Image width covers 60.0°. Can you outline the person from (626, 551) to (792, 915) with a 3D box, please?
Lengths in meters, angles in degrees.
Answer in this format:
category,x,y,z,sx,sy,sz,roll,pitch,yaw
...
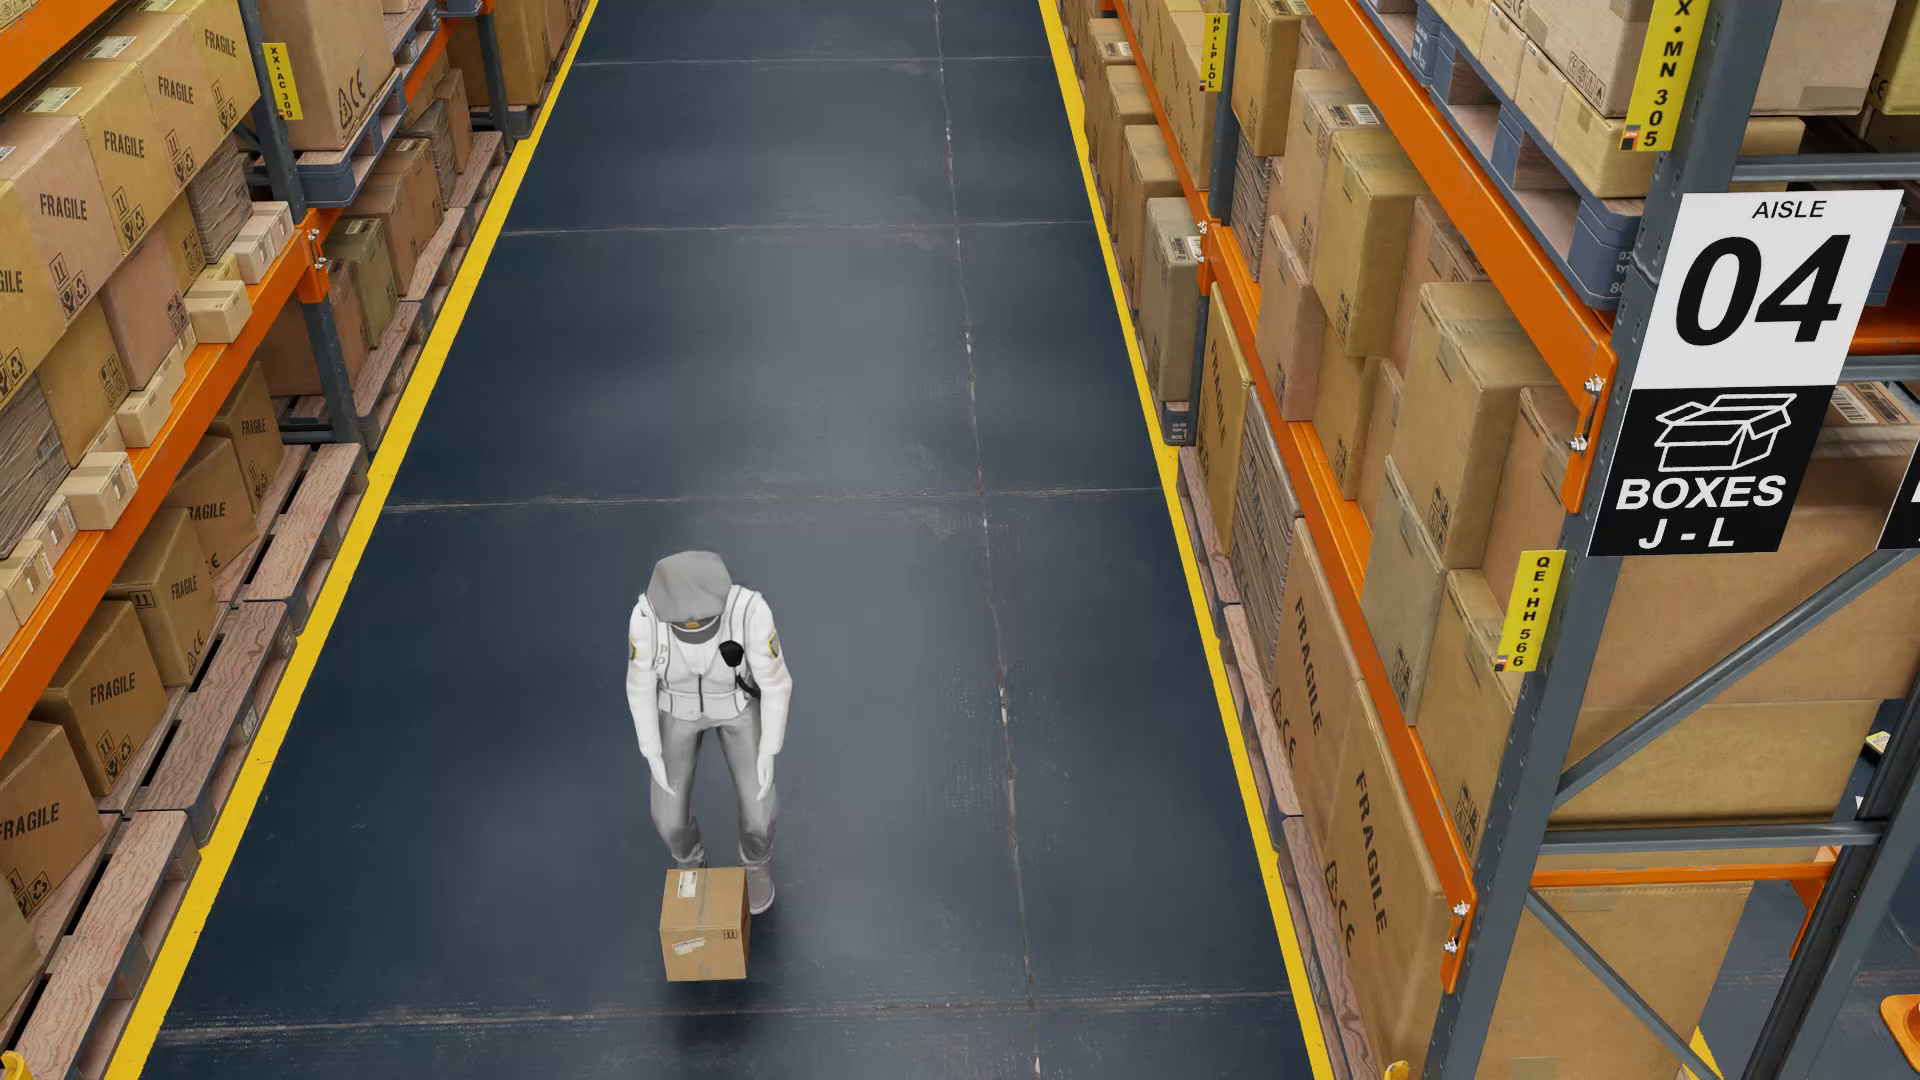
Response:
category,x,y,z,sx,sy,sz,roll,pitch,yaw
person,-0.799,0.613,5.417,0.526,1.522,0.591,-1,35,-2
